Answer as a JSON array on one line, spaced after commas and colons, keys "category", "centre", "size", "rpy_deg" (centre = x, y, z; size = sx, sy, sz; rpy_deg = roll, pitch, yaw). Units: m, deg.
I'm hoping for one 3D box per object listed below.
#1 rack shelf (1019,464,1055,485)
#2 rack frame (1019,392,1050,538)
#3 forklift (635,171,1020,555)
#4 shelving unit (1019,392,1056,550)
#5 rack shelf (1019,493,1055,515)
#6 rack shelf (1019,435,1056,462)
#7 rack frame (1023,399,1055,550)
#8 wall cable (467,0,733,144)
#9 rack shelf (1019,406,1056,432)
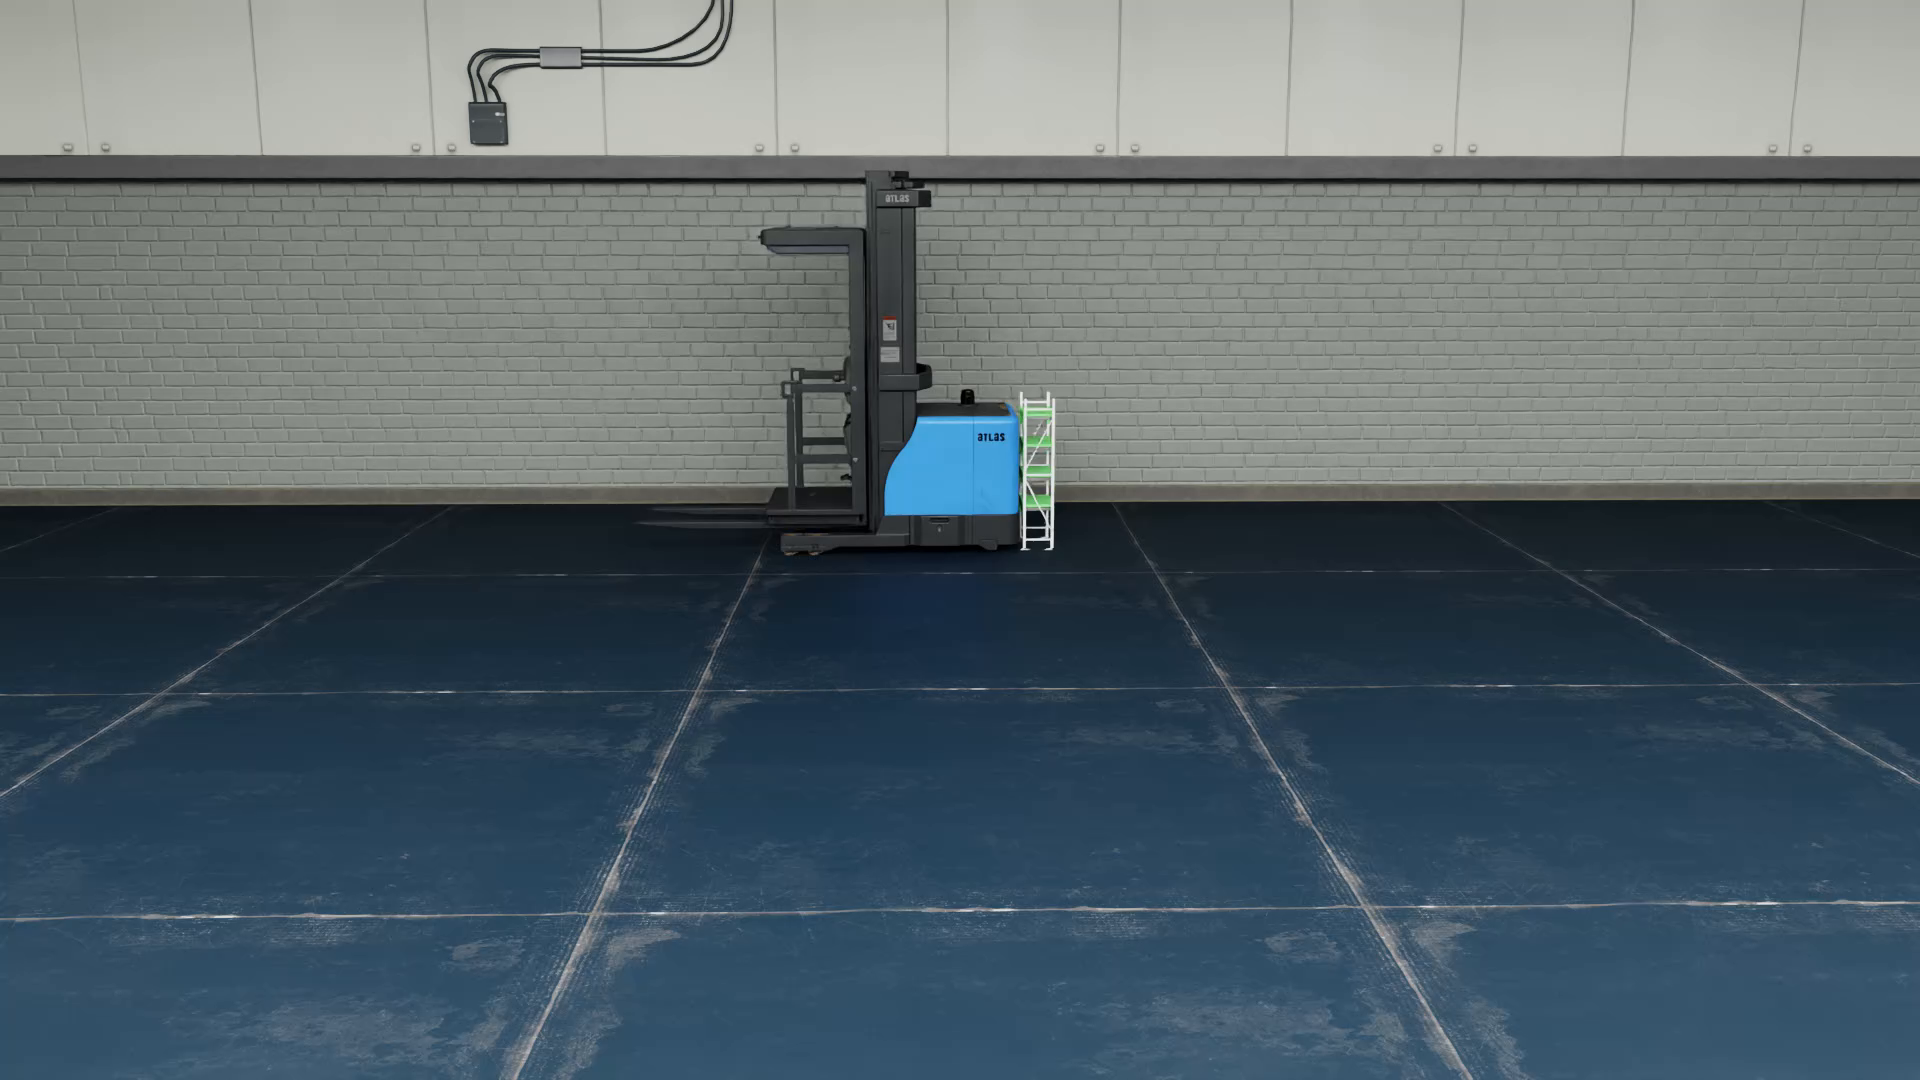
[{"category": "rack shelf", "centre": [0.611, -0.497, 13.310], "size": [0.258, 0.148, 0.480], "rpy_deg": [0, 11, -2]}, {"category": "rack frame", "centre": [0.604, -0.608, 13.536], "size": [0.240, 1.200, 0.015], "rpy_deg": [0, 11, -2]}, {"category": "forklift", "centre": [-1.055, -1.424, 13.206], "size": [3.031, 2.935, 1.130], "rpy_deg": [0, 11, -2]}, {"category": "shelving unit", "centre": [0.611, -0.559, 13.297], "size": [0.258, 1.200, 0.503], "rpy_deg": [0, 11, -2]}, {"category": "rack shelf", "centre": [0.611, -0.261, 13.358], "size": [0.258, 0.148, 0.480], "rpy_deg": [0, 11, -2]}, {"category": "rack shelf", "centre": [0.612, -0.732, 13.262], "size": [0.258, 0.148, 0.480], "rpy_deg": [0, 11, -2]}, {"category": "rack frame", "centre": [0.619, -0.511, 13.058], "size": [0.240, 1.200, 0.015], "rpy_deg": [0, 11, -2]}, {"category": "wall cable", "centre": [-3.105, -6.400, 13.918], "size": [2.305, 6.003, 0.169], "rpy_deg": [0, 11, -1]}, {"category": "rack shelf", "centre": [0.612, -0.967, 13.214], "size": [0.258, 0.148, 0.480], "rpy_deg": [0, 11, -2]}]
